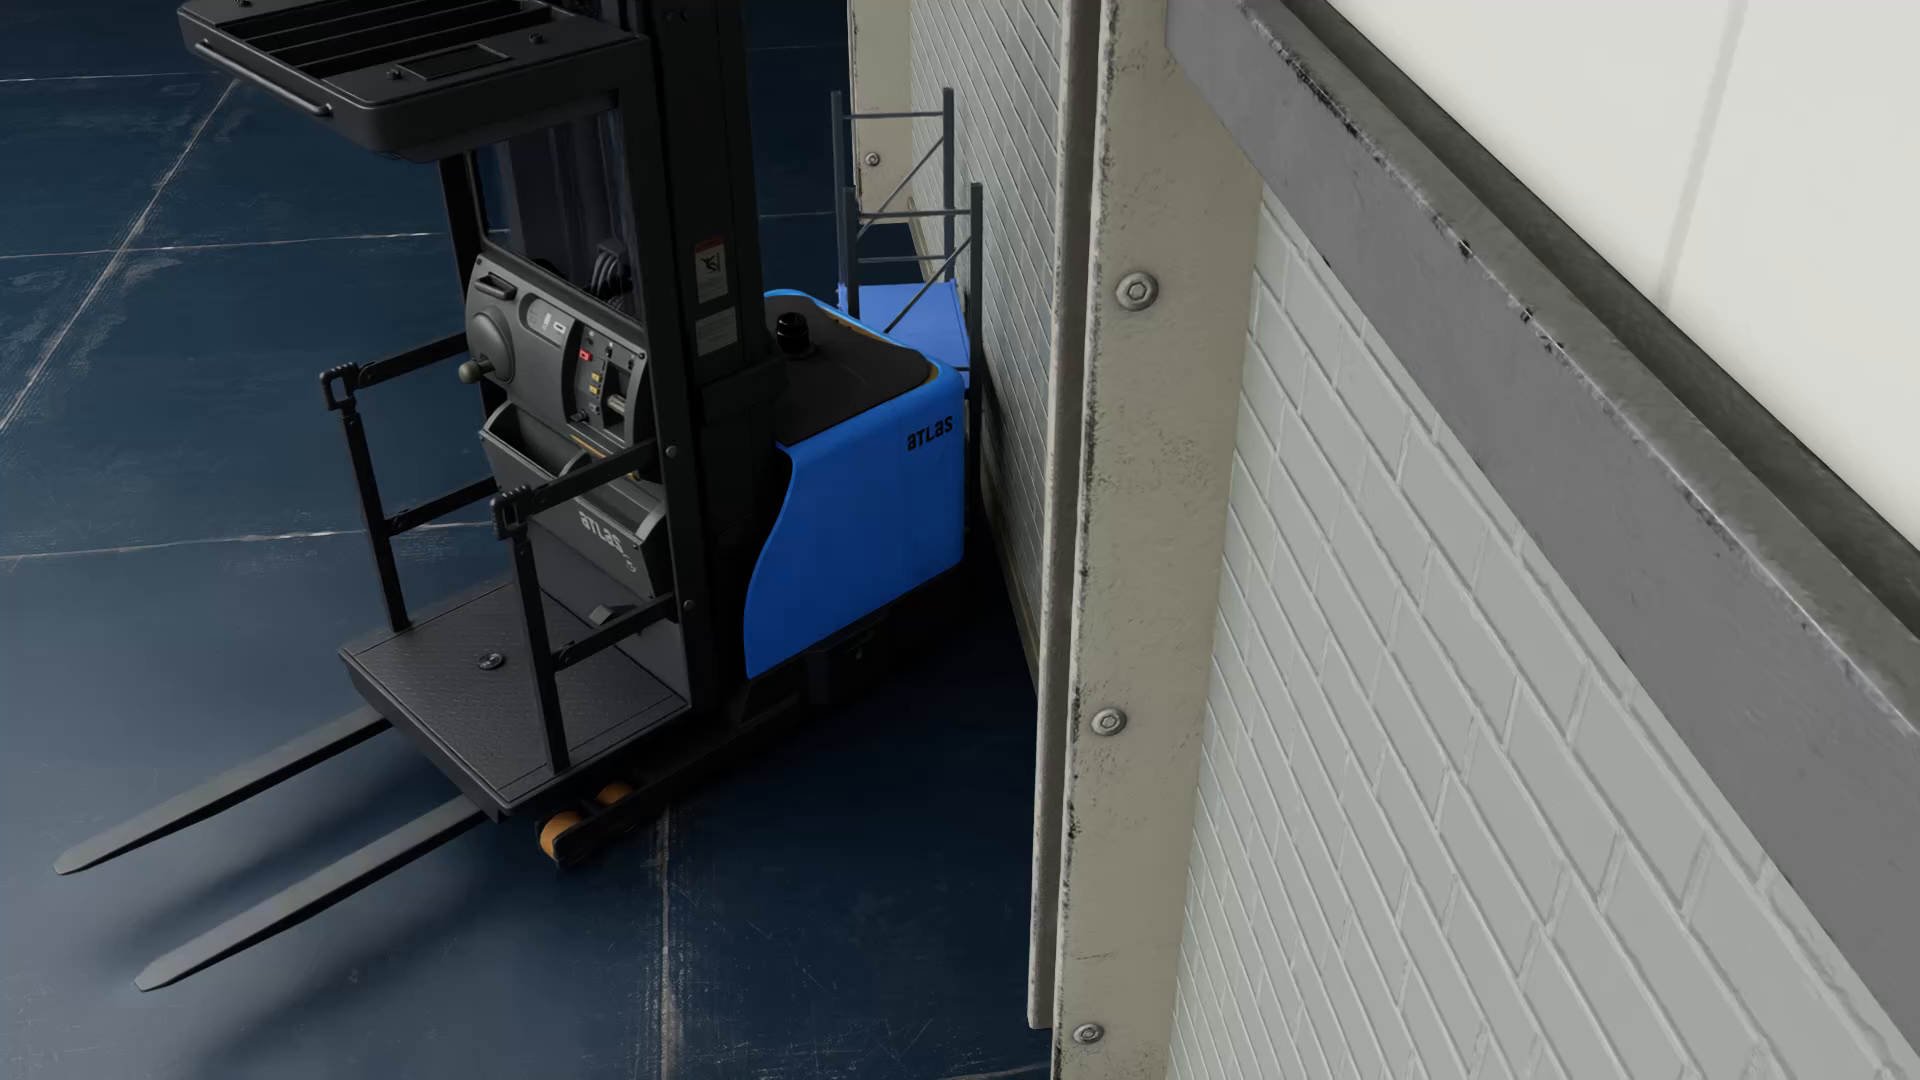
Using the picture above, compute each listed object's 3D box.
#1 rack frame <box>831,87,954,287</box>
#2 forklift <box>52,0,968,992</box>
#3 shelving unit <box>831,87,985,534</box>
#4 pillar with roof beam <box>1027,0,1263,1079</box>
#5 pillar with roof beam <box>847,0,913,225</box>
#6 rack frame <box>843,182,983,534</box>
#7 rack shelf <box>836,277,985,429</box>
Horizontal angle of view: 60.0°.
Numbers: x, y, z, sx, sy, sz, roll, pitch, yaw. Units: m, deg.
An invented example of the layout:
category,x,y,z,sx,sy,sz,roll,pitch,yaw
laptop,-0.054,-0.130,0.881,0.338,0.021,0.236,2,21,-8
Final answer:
category,x,y,z,sx,sy,sz,roll,pitch,yaw
rack frame,-0.275,-1.212,7.196,0.500,1.500,0.032,-3,34,-5
forklift,-1.379,-0.520,4.910,3.031,2.935,1.130,-29,43,-35
shelving unit,-0.221,-0.927,6.779,0.538,1.500,1.048,-3,34,-5
pillar with roof beam,-3.894,-1.939,1.604,9.100,9.000,0.400,-4,35,-6
pillar with roof beam,-4.701,-5.287,6.517,9.100,9.000,0.400,-4,35,-6
rack frame,-0.168,-0.642,6.361,0.500,1.500,0.032,-3,34,-5
rack shelf,-0.221,-0.778,6.880,0.538,0.185,1.000,-3,34,-5
